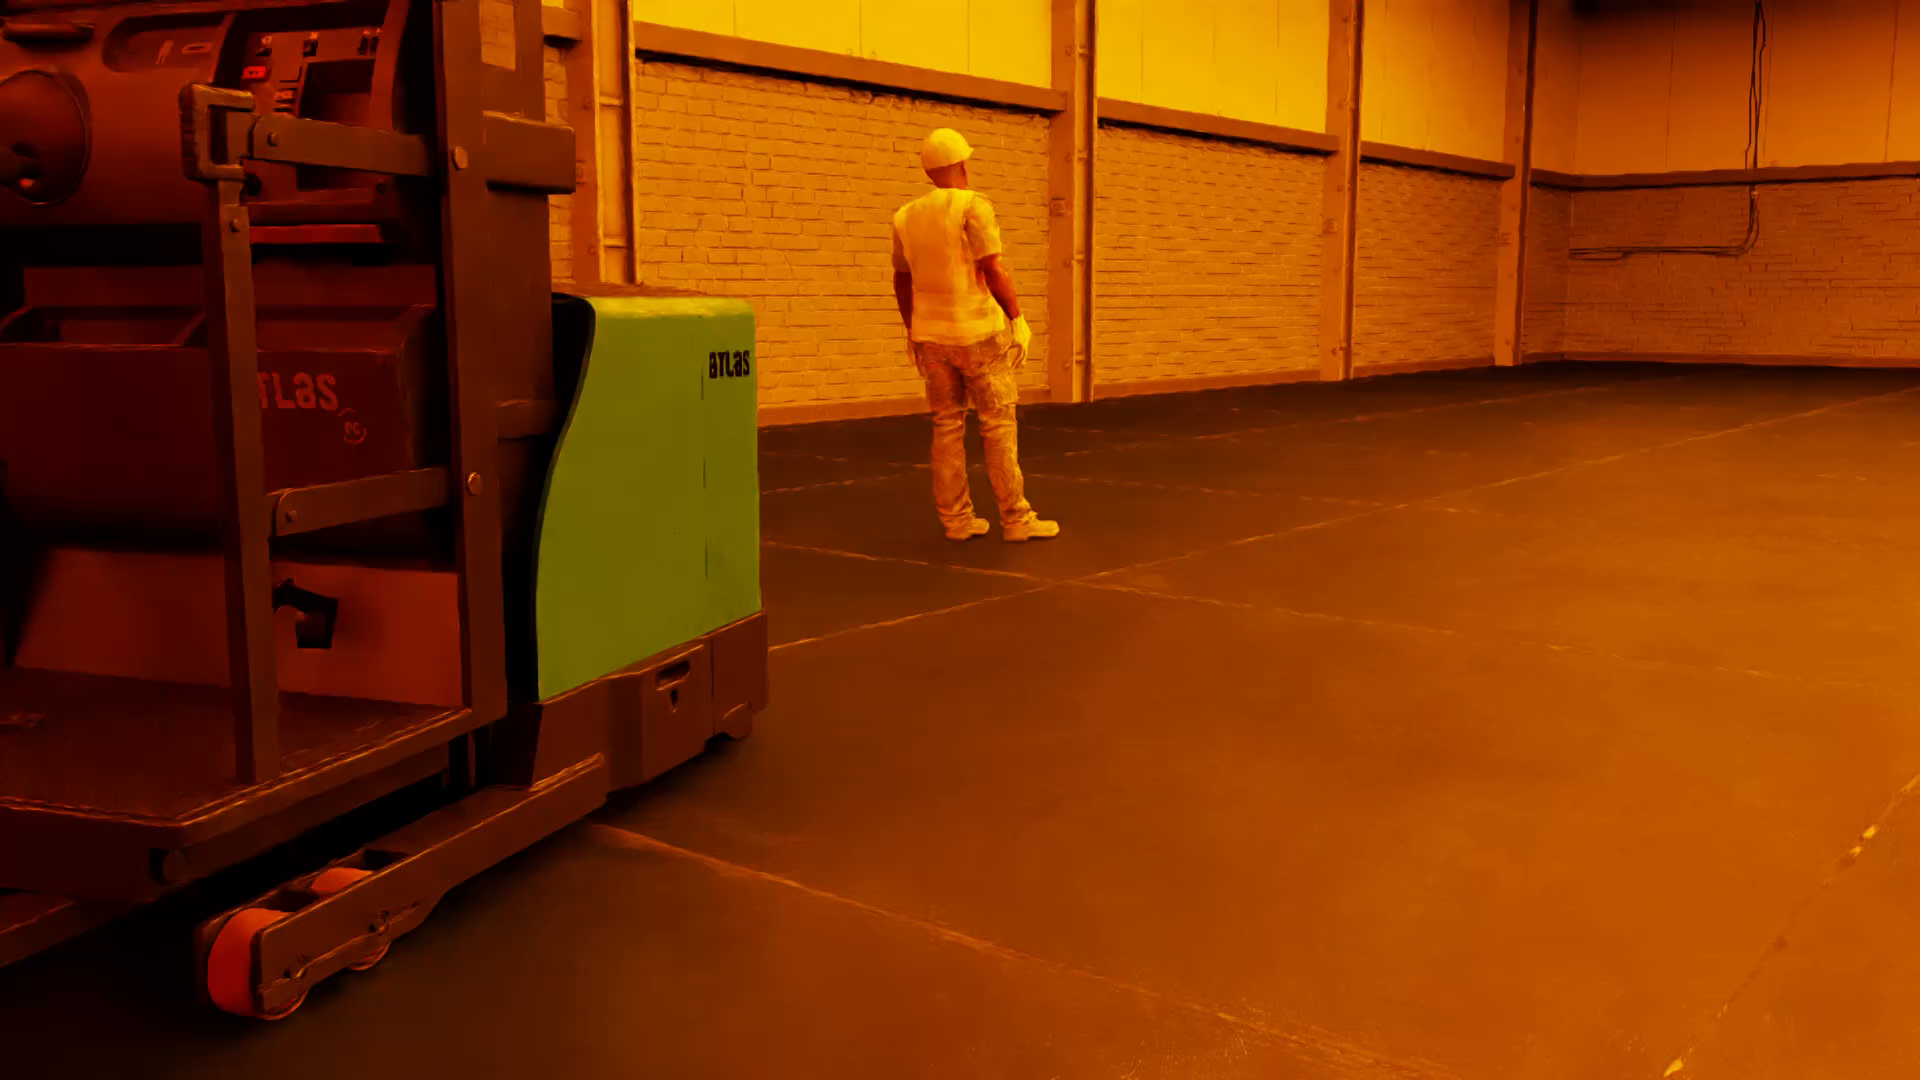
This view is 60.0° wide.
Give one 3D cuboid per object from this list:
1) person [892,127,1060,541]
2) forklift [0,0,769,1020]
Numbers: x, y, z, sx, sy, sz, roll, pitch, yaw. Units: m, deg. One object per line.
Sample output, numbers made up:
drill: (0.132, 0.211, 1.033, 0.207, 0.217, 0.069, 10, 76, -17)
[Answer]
person: (0.052, -0.896, 7.325, 0.655, 1.782, 0.576, 7, 11, 38)
forklift: (-1.428, -0.796, 2.724, 1.130, 2.935, 3.031, 3, 9, 18)
